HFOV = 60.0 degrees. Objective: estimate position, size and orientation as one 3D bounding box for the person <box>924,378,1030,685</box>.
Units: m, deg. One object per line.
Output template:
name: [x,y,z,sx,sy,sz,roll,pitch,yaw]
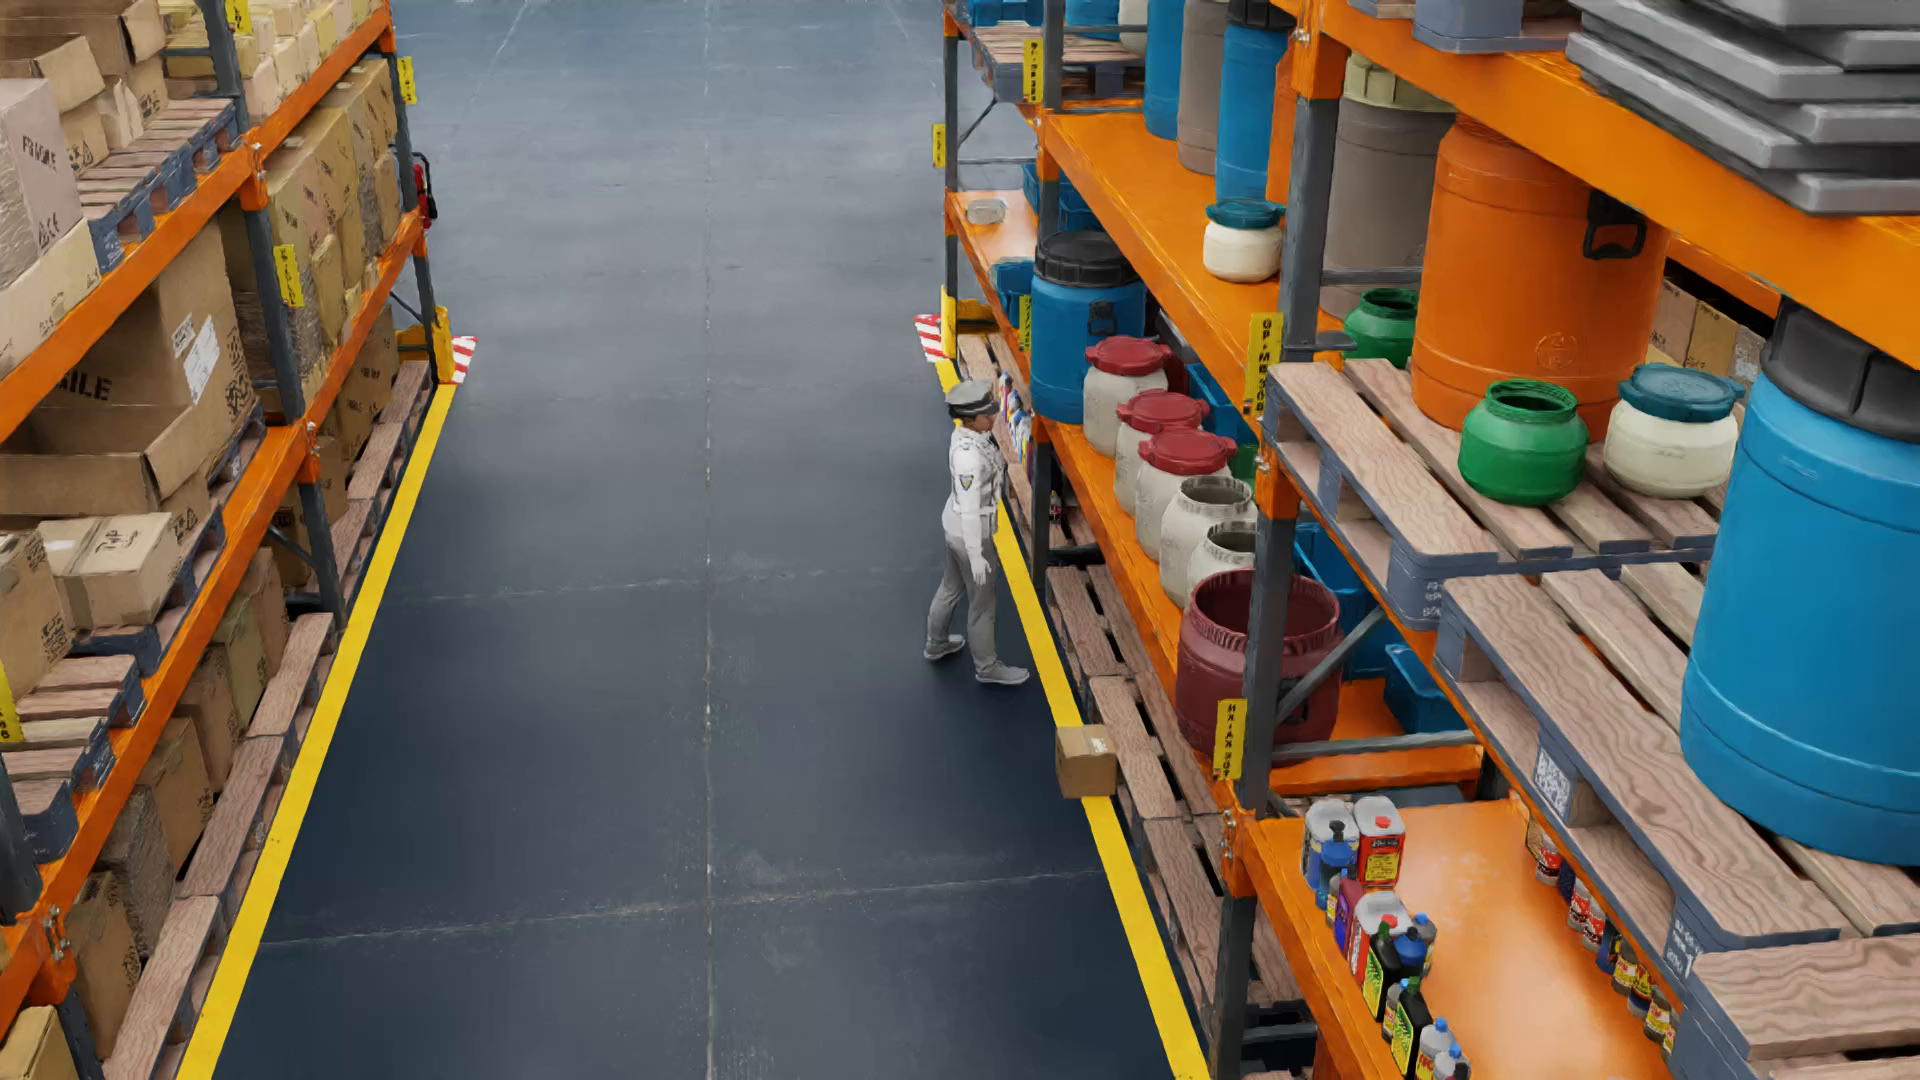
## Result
person: [0.089,-0.034,8.633,0.560,1.665,0.644,-1,27,-2]
